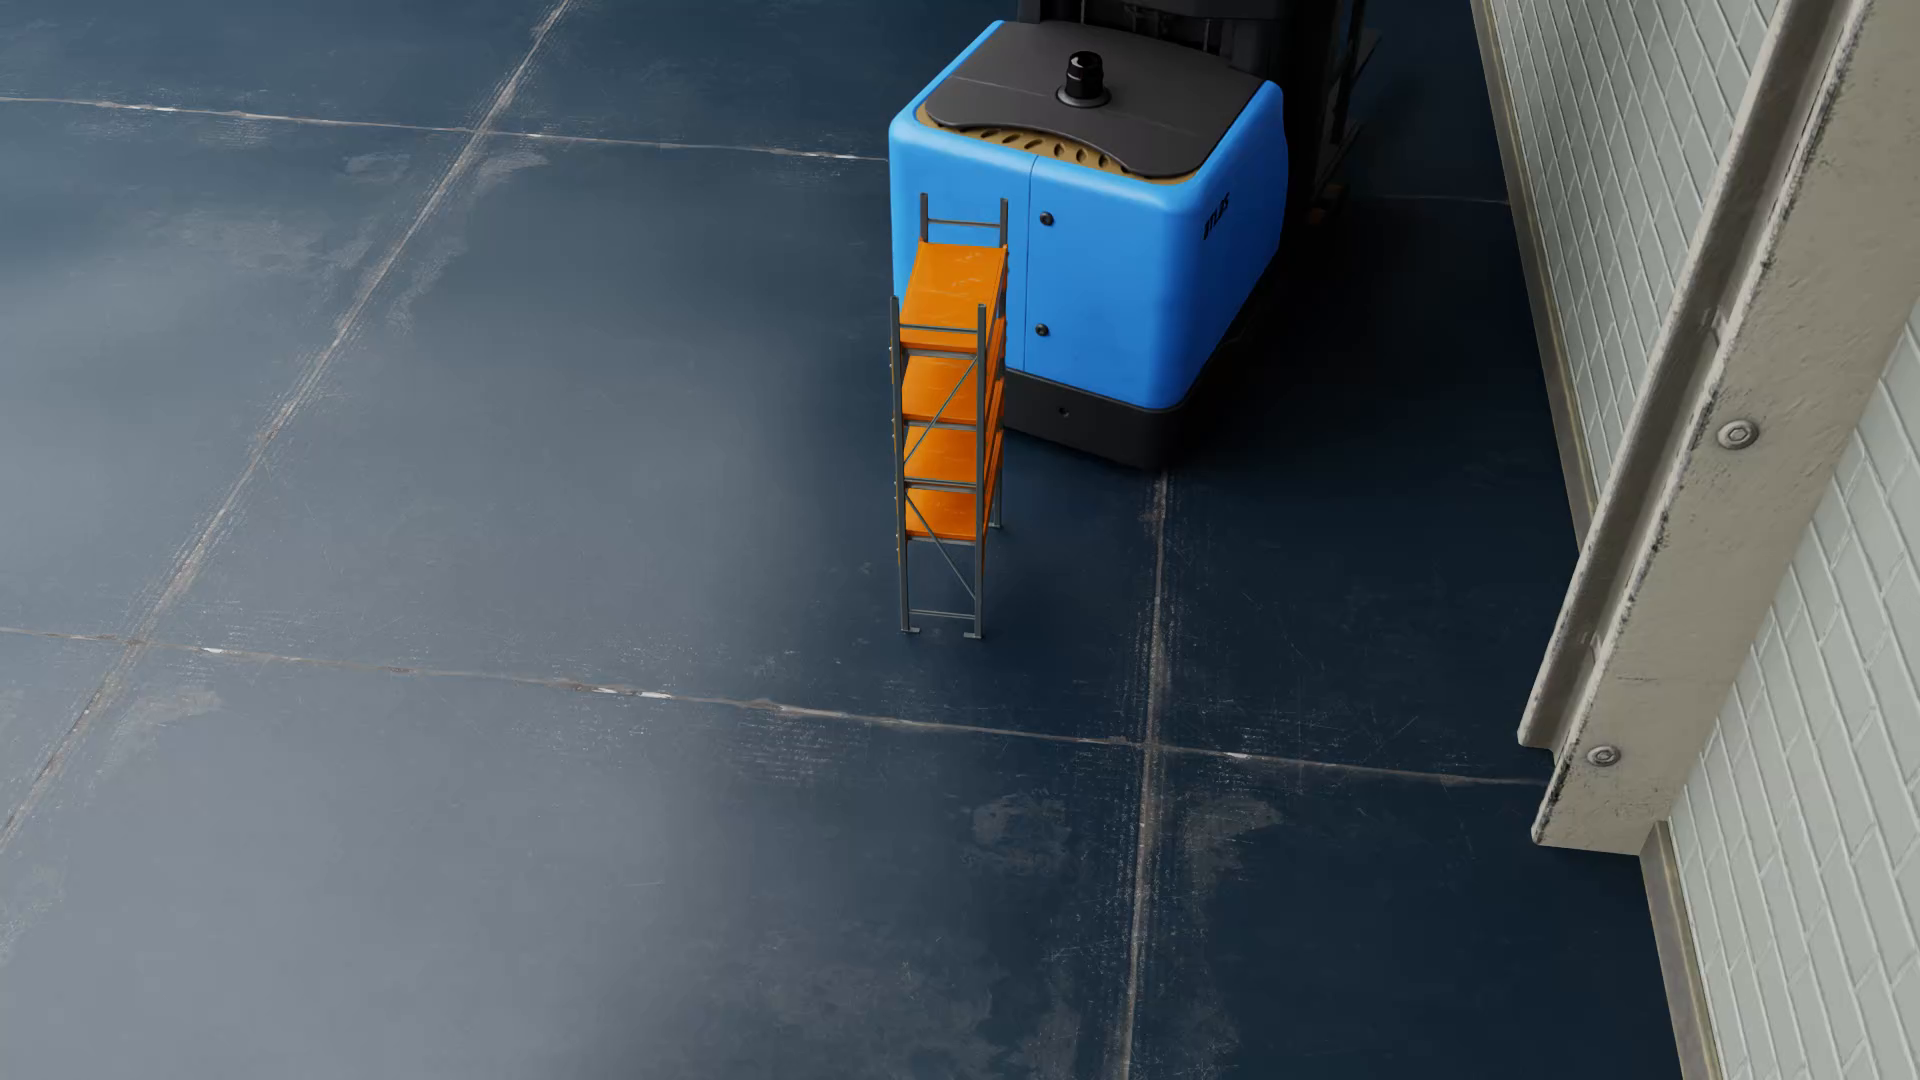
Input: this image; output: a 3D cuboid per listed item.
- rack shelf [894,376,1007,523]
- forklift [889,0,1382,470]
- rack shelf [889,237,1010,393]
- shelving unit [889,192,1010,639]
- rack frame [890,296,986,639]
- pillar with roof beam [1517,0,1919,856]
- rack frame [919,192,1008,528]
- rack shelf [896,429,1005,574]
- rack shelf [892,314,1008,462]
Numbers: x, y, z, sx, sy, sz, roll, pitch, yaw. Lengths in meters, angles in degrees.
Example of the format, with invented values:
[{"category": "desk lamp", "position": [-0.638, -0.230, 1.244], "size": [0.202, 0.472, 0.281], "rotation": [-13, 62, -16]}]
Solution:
[{"category": "rack shelf", "position": [-0.022, -0.274, 4.765], "size": [0.258, 0.148, 0.480], "rotation": [5, 44, 6]}, {"category": "forklift", "position": [0.872, -2.307, 5.554], "size": [1.130, 2.935, 3.031], "rotation": [19, 47, 19]}, {"category": "rack shelf", "position": [-0.022, -0.608, 4.448], "size": [0.258, 0.148, 0.480], "rotation": [5, 44, 6]}, {"category": "shelving unit", "position": [-0.022, -0.323, 4.718], "size": [0.258, 1.200, 0.503], "rotation": [5, 44, 6]}, {"category": "rack frame", "position": [-0.054, -0.157, 4.543], "size": [0.240, 1.200, 0.015], "rotation": [5, 44, 6]}, {"category": "pillar with roof beam", "position": [-2.570, -2.976, 1.848], "size": [9.100, 9.000, 0.400], "rotation": [5, 44, 6]}, {"category": "rack frame", "position": [0.010, -0.489, 4.894], "size": [0.240, 1.200, 0.015], "rotation": [5, 44, 6]}, {"category": "rack shelf", "position": [-0.022, -0.130, 4.901], "size": [0.258, 0.148, 0.480], "rotation": [5, 44, 6]}, {"category": "rack shelf", "position": [-0.022, -0.436, 4.611], "size": [0.258, 0.148, 0.480], "rotation": [5, 44, 6]}]
